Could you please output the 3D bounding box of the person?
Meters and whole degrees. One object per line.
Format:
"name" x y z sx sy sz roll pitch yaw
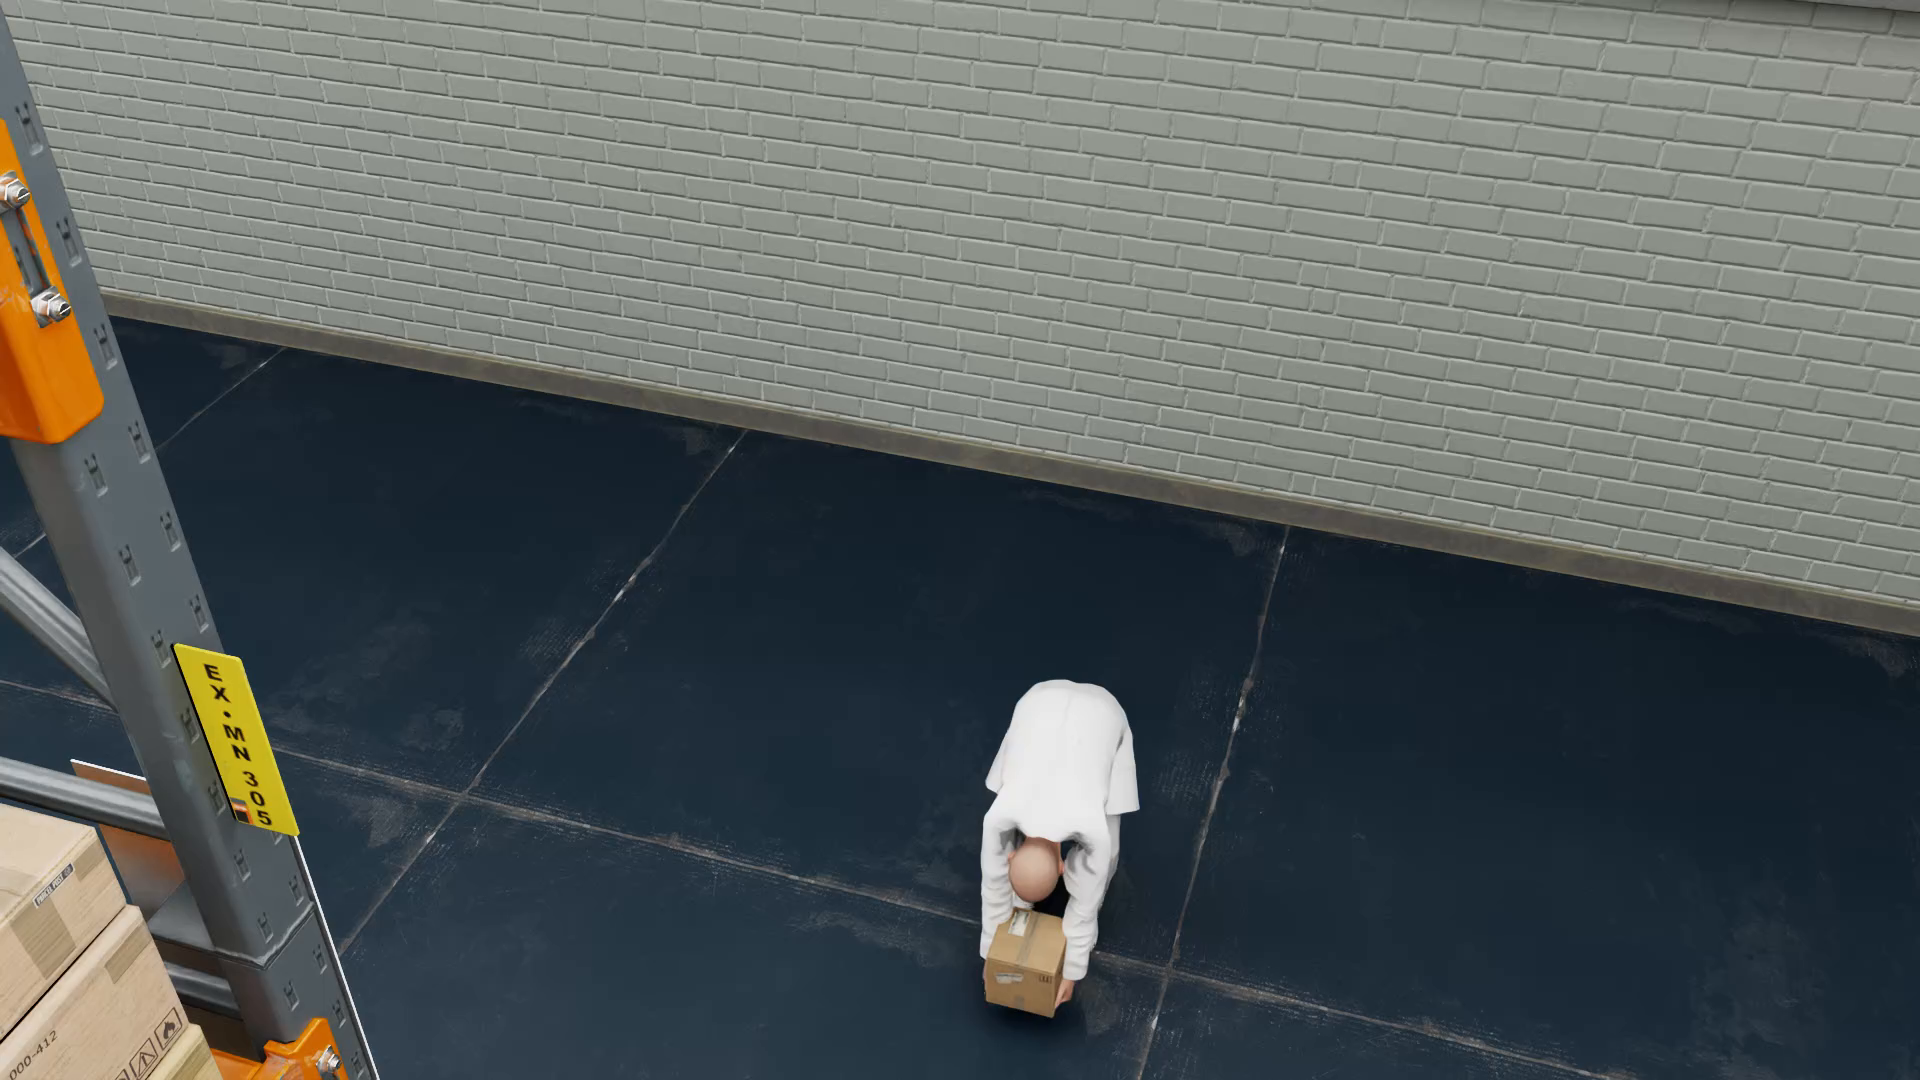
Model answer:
"person" 0.331 1.106 6.021 0.577 1.052 0.945 9 37 12
